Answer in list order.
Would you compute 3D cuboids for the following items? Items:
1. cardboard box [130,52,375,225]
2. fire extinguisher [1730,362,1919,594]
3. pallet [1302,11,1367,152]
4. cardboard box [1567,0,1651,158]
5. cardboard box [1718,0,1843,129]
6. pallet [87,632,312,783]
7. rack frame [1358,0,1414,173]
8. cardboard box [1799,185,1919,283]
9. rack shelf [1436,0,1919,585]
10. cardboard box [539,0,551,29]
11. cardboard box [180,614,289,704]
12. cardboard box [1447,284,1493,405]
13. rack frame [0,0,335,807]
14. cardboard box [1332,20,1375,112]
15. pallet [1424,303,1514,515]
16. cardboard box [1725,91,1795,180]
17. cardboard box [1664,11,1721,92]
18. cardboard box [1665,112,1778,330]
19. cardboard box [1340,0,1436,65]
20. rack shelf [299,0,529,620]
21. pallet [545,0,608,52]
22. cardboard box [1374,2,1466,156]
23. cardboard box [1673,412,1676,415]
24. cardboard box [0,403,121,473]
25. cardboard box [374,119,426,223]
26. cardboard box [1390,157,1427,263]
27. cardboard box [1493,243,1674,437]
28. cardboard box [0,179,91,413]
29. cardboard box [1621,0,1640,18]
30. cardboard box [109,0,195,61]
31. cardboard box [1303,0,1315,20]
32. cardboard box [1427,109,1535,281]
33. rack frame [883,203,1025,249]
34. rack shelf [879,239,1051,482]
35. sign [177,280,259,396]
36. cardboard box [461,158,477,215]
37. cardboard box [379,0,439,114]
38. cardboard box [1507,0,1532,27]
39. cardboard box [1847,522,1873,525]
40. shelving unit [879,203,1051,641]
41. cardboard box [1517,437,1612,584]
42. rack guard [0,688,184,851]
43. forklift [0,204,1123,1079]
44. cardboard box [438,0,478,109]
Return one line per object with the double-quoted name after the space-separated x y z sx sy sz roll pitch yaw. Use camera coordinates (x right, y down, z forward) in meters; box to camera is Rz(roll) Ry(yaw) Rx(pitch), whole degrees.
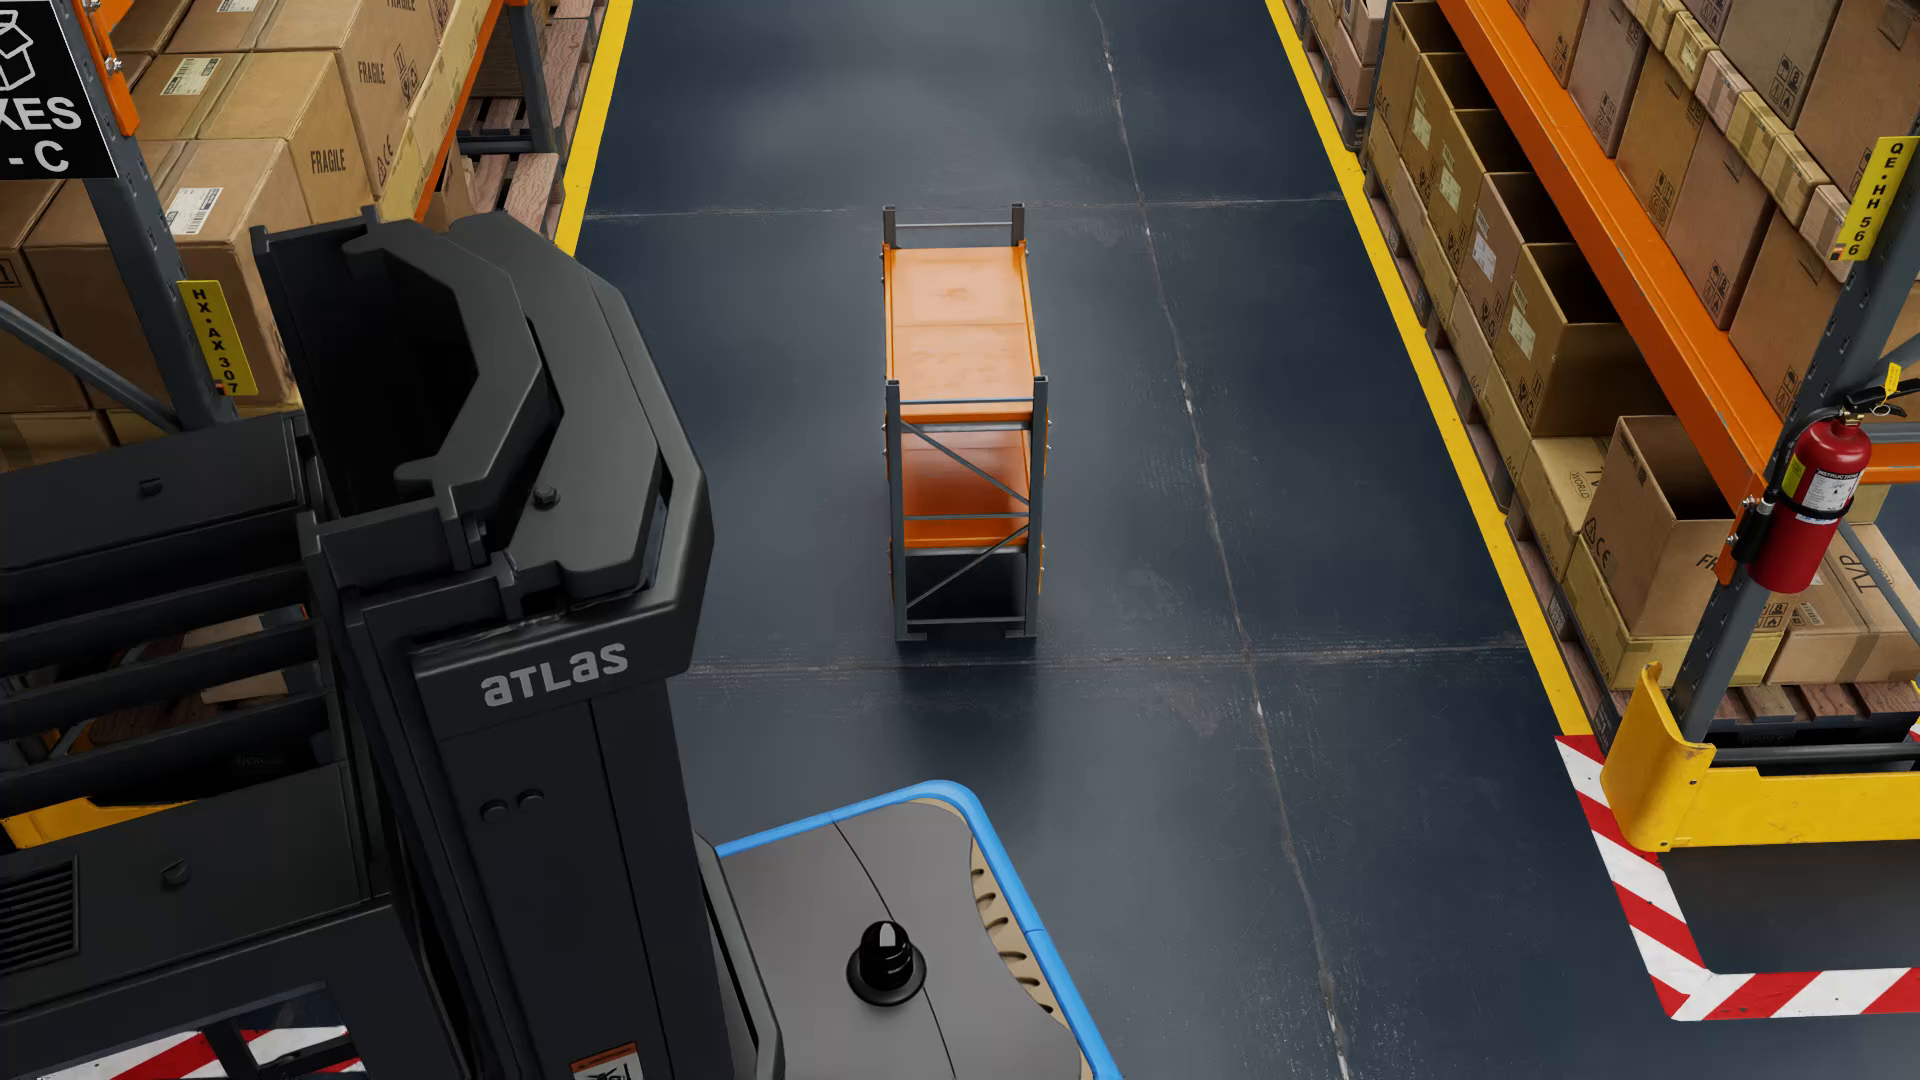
-2.016 -1.029 4.694 0.500 0.500 0.500 -2 43 -2 "cardboard box"
2.205 -0.158 4.260 0.296 0.674 0.183 -2 43 -2 "fire extinguisher"
2.424 -2.449 8.765 1.003 0.211 1.213 -2 43 -2 "pallet"
2.589 -1.677 5.786 0.700 0.500 0.500 0 43 -1 "cardboard box"
2.627 -1.501 4.634 0.700 0.500 0.500 -3 43 -3 "cardboard box"
-2.287 0.292 5.775 1.003 0.211 1.213 -2 43 -2 "pallet"
2.494 -2.980 7.282 1.000 3.000 0.127 -2 43 -2 "rack frame"
2.458 -0.809 4.358 0.380 0.149 0.250 -2 43 -3 "cardboard box"
2.579 -1.365 6.052 1.077 0.370 4.000 -2 43 -2 "rack shelf"
-2.575 -2.920 8.740 0.700 0.500 0.500 -2 43 -3 "cardboard box"
-2.224 0.224 5.450 0.500 0.311 0.500 -6 43 -7 "cardboard box"
2.270 -0.787 6.613 0.500 0.250 0.500 -2 43 -2 "cardboard box"
-2.285 -0.135 4.178 1.000 3.000 0.127 -2 43 -2 "rack frame"
2.187 -2.393 8.365 0.500 0.250 0.500 -2 43 -2 "cardboard box"
2.541 -0.589 6.736 1.003 0.211 1.213 -2 43 -2 "pallet"
2.434 -1.158 4.739 0.380 0.149 0.250 -2 43 -2 "cardboard box"
2.414 -1.505 5.118 0.380 0.149 0.250 0 43 0 "cardboard box"
2.630 -0.987 5.033 0.700 0.500 0.500 -1 43 -1 "cardboard box"
2.191 -2.594 8.169 0.500 0.311 0.500 -2 43 -2 "cardboard box"
-2.370 -1.220 5.894 1.077 0.370 4.000 -2 43 -2 "rack shelf"
-2.544 -3.159 9.540 1.003 0.211 1.213 -2 43 -2 "pallet"
2.201 -2.076 7.464 0.500 0.500 0.500 -2 43 -2 "cardboard box"
2.806 -0.741 6.007 0.500 0.500 0.500 -2 43 -2 "cardboard box"
-2.498 -0.397 4.560 0.500 0.250 0.500 -1 43 -1 "cardboard box"
-2.040 -1.120 5.348 0.500 0.250 0.500 -2 43 -2 "cardboard box"
2.227 -1.462 7.349 0.500 0.250 0.500 -2 43 -2 "cardboard box"
2.287 -0.726 5.991 0.500 0.500 0.500 -2 43 -2 "cardboard box"
-2.517 -0.676 4.309 0.500 0.500 0.500 -2 43 -2 "cardboard box"
2.390 -1.856 5.500 0.380 0.149 0.250 -2 43 -2 "cardboard box"
-2.555 -1.365 5.061 0.500 0.500 0.500 -3 43 -3 "cardboard box"
2.145 -3.080 9.115 0.500 0.250 0.500 -1 43 -1 "cardboard box"
2.244 -1.401 6.728 0.500 0.500 0.500 -2 43 -2 "cardboard box"
-0.022 -0.762 6.249 0.500 1.125 0.032 -2 43 -2 "rack frame"
0.000 -0.635 5.677 0.538 0.278 1.000 -2 43 -2 "rack shelf"
-1.743 -0.470 3.902 0.100 0.325 0.005 -2 43 -2 "sign"
-2.402 -1.593 7.539 0.380 0.166 0.250 -7 43 -7 "cardboard box"
-2.065 -1.726 5.454 0.500 0.500 0.500 0 43 0 "cardboard box"
2.548 -2.362 6.533 0.700 0.500 0.500 -2 43 -2 "cardboard box"
2.839 -0.127 5.893 0.500 0.250 0.500 -2 43 -2 "cardboard box"
0.000 -0.419 5.875 0.538 1.125 1.048 -2 43 -2 "shelving unit"
2.313 -0.112 5.876 0.500 0.250 0.500 -2 43 -2 "cardboard box"
-2.288 0.735 5.078 1.175 0.500 0.348 -2 43 -2 "rack guard"
-1.195 0.948 3.047 3.031 2.935 1.130 -15 45 -16 "forklift"
-2.082 -1.801 6.091 0.500 0.250 0.500 -2 43 -2 "cardboard box"
